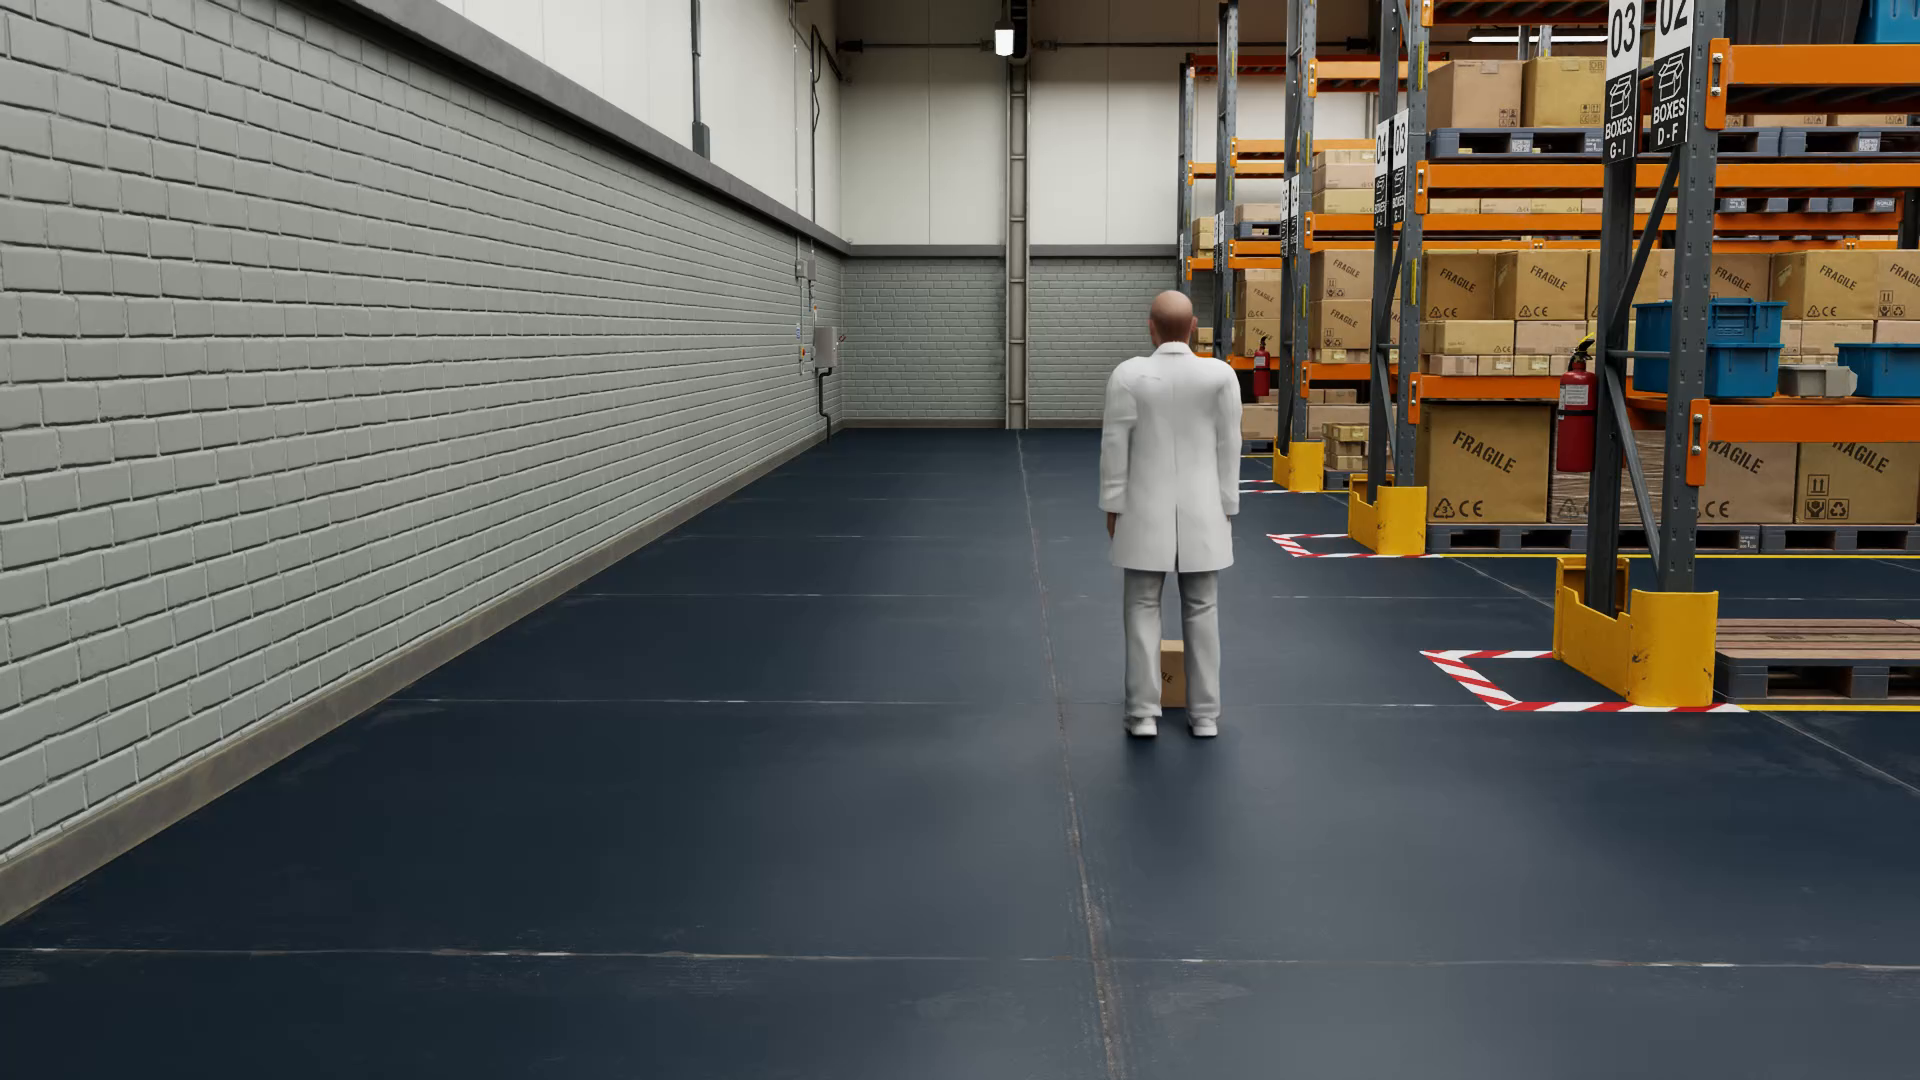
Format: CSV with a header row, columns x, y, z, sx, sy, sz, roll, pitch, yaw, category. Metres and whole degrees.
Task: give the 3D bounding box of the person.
x,y,z,sx,sy,sz,roll,pitch,yaw,category
0.838,-0.100,6.695,0.562,1.784,0.388,0,7,2,person
